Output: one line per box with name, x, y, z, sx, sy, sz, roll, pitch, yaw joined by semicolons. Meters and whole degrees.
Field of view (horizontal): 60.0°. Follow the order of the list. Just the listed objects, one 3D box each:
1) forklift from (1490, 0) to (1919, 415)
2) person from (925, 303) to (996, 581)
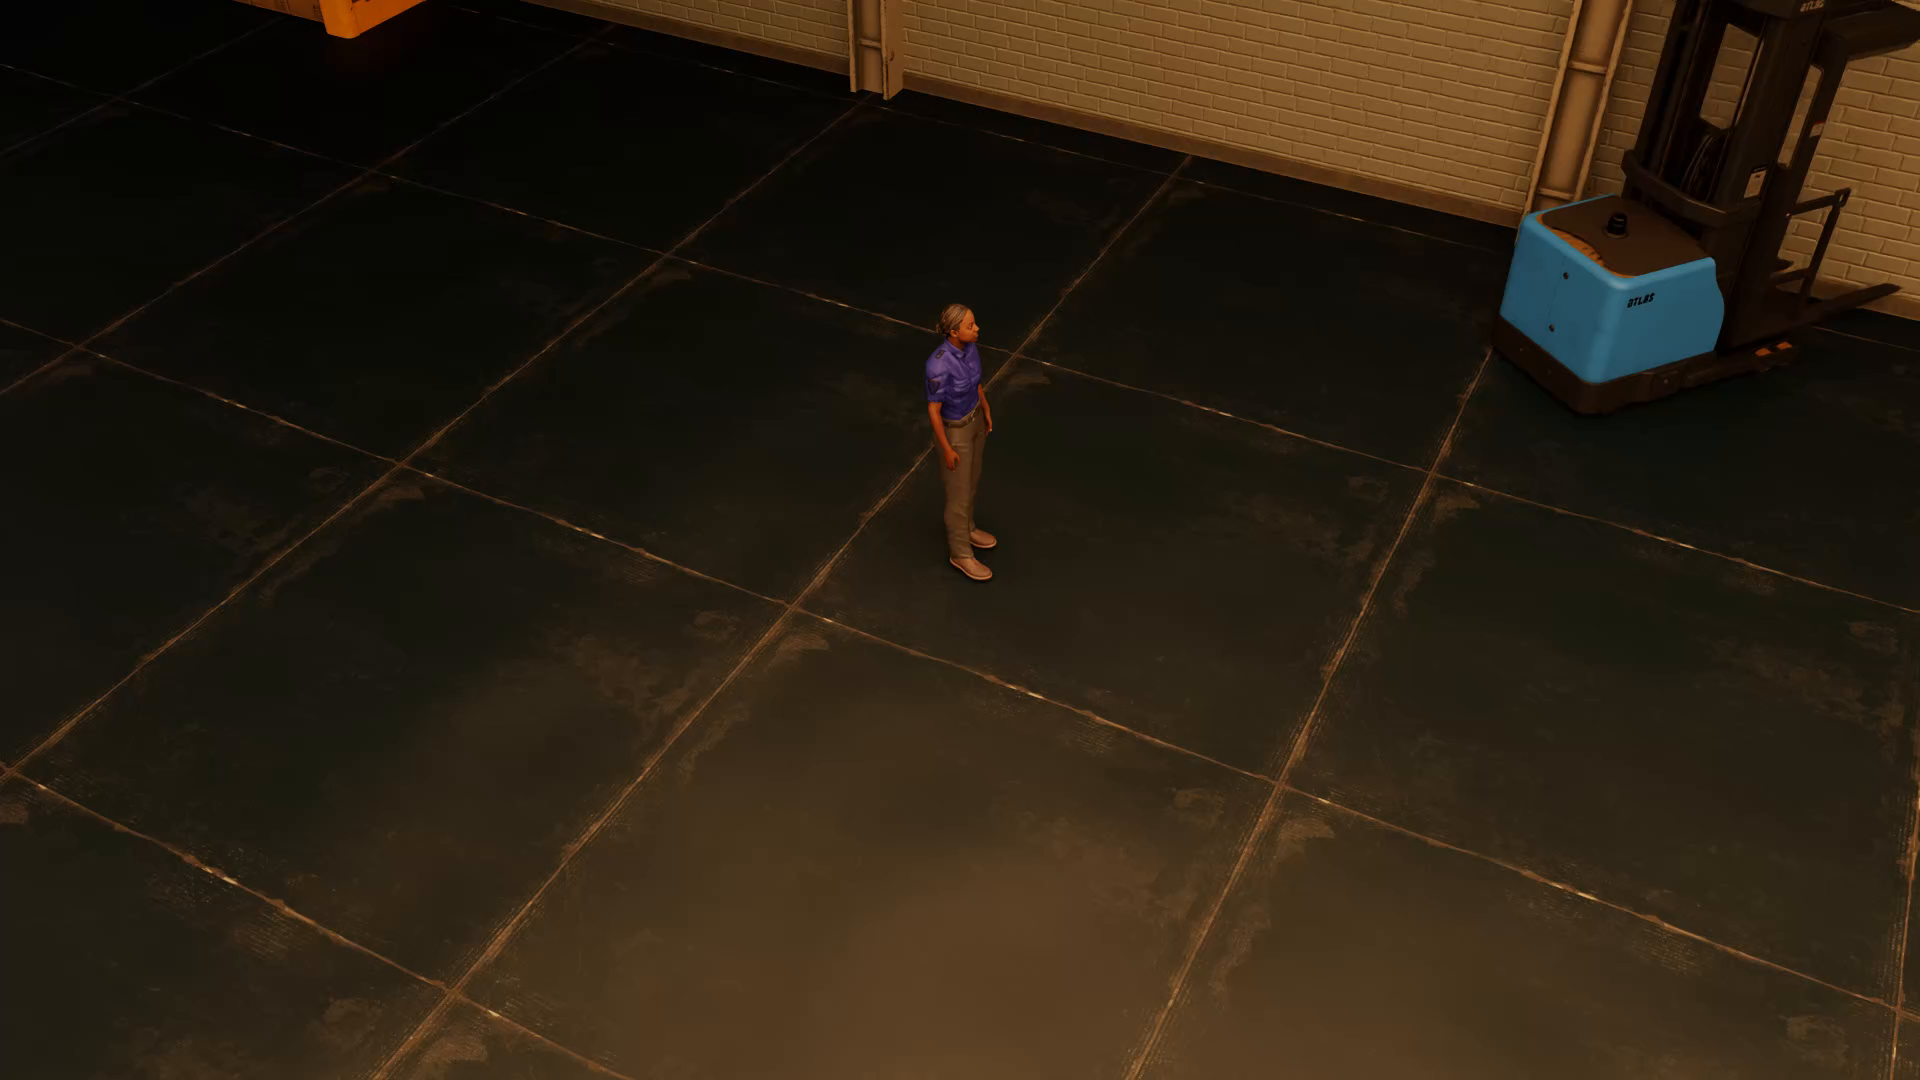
forklift;5.333;-2.592;11.064;3.031;2.935;1.130;-16;43;-18
person;0.070;-0.601;9.679;0.501;1.656;0.569;18;43;21
